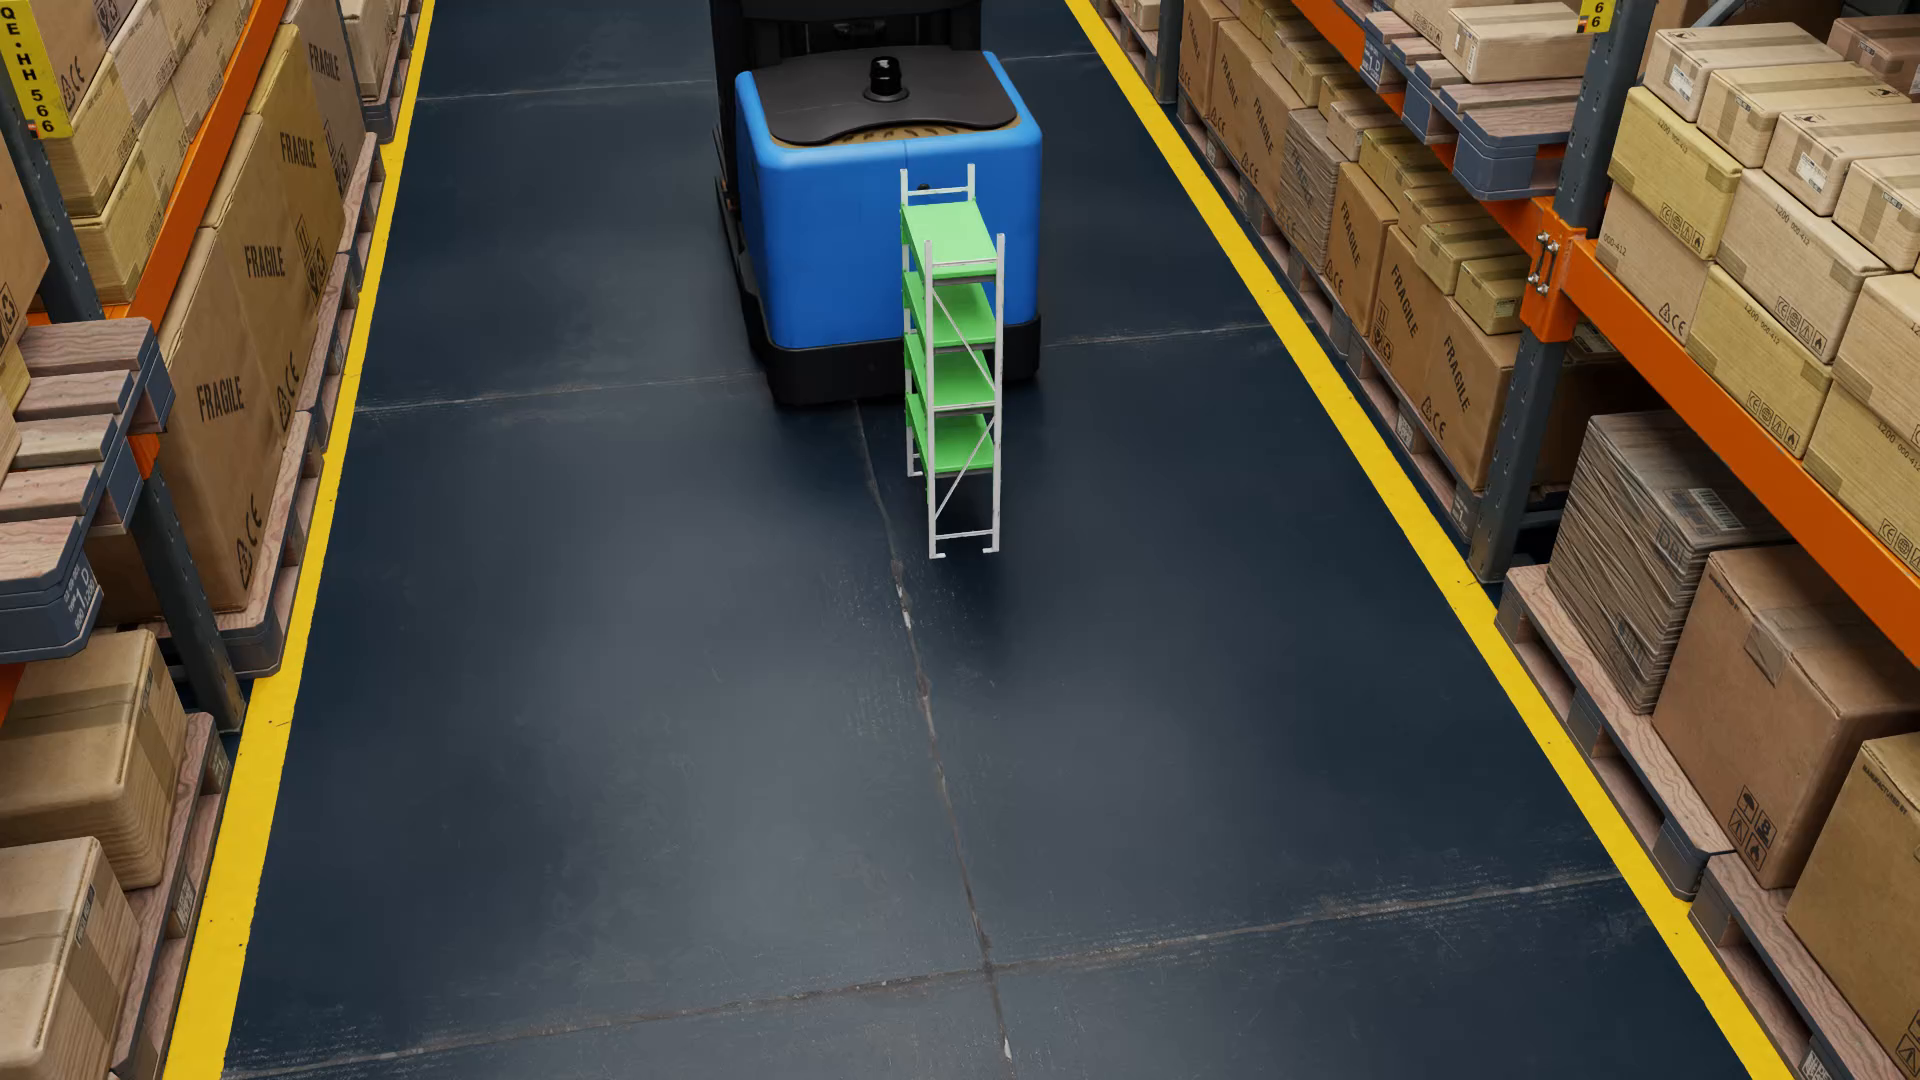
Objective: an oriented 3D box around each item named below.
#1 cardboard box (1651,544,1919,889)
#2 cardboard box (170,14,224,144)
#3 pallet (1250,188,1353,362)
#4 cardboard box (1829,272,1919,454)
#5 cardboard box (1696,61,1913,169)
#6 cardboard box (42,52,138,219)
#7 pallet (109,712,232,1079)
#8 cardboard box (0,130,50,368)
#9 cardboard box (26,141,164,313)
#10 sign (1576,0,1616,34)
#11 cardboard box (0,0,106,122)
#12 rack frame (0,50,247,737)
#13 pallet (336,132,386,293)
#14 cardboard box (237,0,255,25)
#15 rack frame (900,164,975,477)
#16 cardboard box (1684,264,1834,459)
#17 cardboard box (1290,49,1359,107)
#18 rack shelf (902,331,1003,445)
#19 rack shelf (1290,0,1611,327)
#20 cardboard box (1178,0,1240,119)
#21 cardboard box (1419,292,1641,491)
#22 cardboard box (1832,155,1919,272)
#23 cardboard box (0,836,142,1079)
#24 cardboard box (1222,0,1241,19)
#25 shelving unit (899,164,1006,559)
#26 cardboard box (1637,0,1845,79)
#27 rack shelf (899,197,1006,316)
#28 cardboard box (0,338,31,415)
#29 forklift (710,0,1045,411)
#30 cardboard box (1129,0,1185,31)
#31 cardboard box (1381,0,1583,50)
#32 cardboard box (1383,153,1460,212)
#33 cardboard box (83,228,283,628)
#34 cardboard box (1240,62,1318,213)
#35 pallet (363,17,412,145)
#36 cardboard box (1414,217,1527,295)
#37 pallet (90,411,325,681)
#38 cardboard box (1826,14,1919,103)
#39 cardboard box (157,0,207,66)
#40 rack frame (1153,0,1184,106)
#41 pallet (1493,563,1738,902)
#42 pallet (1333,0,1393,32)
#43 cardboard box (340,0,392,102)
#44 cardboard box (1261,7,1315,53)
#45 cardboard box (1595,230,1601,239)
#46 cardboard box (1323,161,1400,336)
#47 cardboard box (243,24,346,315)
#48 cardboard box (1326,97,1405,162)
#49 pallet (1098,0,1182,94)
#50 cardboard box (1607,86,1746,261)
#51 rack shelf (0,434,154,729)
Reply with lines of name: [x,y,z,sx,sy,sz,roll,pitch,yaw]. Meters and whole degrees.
cardboard box: [2.439,0.424,4.353,0.875,0.625,0.625,-5,38,-6]
cardboard box: [-2.697,-1.473,5.323,0.500,0.250,0.500,-5,38,-6]
pallet: [1.917,-1.209,7.134,1.003,0.211,1.213,-6,38,-8]
cardboard box: [2.219,-0.343,3.462,0.500,0.250,0.500,-7,38,-9]
cardboard box: [2.035,-1.030,4.021,0.380,0.149,0.250,-5,38,-7]
cardboard box: [-2.511,-1.055,4.377,0.500,0.250,0.500,-6,38,-8]
pallet: [-2.530,0.989,4.304,1.003,0.211,1.213,-6,38,-8]
cardboard box: [-2.312,-0.662,3.491,0.500,0.500,0.500,-7,38,-9]
cardboard box: [-2.503,-0.847,4.518,0.500,0.250,0.500,-7,38,-9]
sign: [1.688,-1.482,4.333,0.100,0.325,0.005,-6,38,-8]
cardboard box: [-2.511,-1.342,4.137,0.500,0.500,0.500,-7,38,-9]
rack frame: [-2.665,-0.584,4.057,1.000,3.000,0.127,-6,38,-8]
pallet: [-3.157,-1.441,7.433,1.003,0.211,1.213,-6,38,-8]
cardboard box: [-2.882,-2.082,6.108,0.500,0.250,0.500,-7,38,-9]
rack frame: [-0.072,-0.721,5.700,0.240,1.200,0.015,-6,38,-8]
cardboard box: [2.141,-0.462,4.022,0.500,0.250,0.500,-7,38,-9]
cardboard box: [1.611,-1.944,6.973,0.380,0.149,0.250,-5,38,-6]
rack shelf: [-0.029,-0.523,5.550,0.258,0.148,0.480,-6,38,-8]
rack shelf: [1.870,-2.044,6.522,1.077,0.370,4.000,-6,38,-8]
cardboard box: [1.383,-2.398,8.087,0.500,0.500,0.500,-5,38,-6]
cardboard box: [1.935,-0.531,5.684,0.500,0.500,0.500,-5,38,-7]
cardboard box: [2.163,-0.721,3.623,0.380,0.149,0.250,-6,38,-7]
cardboard box: [-2.439,1.075,3.721,0.950,0.372,0.625,-7,38,-9]
cardboard box: [1.445,-2.567,7.775,0.380,0.149,0.250,-7,38,-9]
shelving unit: [-0.029,-0.574,5.511,0.258,1.200,0.503,-6,38,-8]
cardboard box: [2.285,-1.653,5.009,0.500,0.500,0.500,-5,38,-6]
rack shelf: [-0.029,-0.902,5.255,0.258,0.148,0.480,-6,38,-8]
cardboard box: [-2.258,-0.324,3.584,0.380,0.149,0.250,-6,38,-7]
forklift: [-0.498,-2.549,6.641,1.130,2.935,3.031,-8,39,-10]
cardboard box: [1.133,-2.881,8.995,0.380,0.149,0.250,-7,38,-9]
cardboard box: [1.717,-1.829,5.439,0.500,0.250,0.500,-8,39,-10]
cardboard box: [1.802,-1.316,6.165,0.380,0.149,0.250,-5,38,-7]
cardboard box: [-2.705,-0.337,5.128,0.875,0.875,0.875,-7,38,-8]
cardboard box: [1.569,-1.776,7.286,0.500,0.500,0.500,-7,38,-9]
pallet: [-3.423,-2.366,8.624,1.003,0.211,1.213,-6,38,-8]
cardboard box: [1.807,-0.988,5.743,0.380,0.149,0.250,-8,39,-10]
pallet: [-2.729,0.033,5.536,1.003,0.211,1.213,-6,38,-8]
cardboard box: [2.477,-1.241,4.292,0.380,0.149,0.250,-5,38,-6]
cardboard box: [-2.676,-1.669,5.169,0.500,0.250,0.500,-6,38,-8]
rack frame: [1.520,-3.536,7.857,1.000,3.000,0.127,-6,38,-8]
pallet: [2.327,0.483,4.957,1.003,0.211,1.213,-6,38,-8]
pallet: [1.875,-2.218,6.317,1.003,0.211,1.213,-6,38,-8]
cardboard box: [-3.371,-2.545,8.327,0.875,0.438,0.875,-7,38,-9]
cardboard box: [1.563,-2.249,7.366,0.380,0.149,0.250,-7,38,-9]
cardboard box: [2.416,-1.067,5.845,0.380,0.149,0.250,-5,38,-7]
cardboard box: [1.763,-1.150,6.481,0.500,0.500,0.500,-5,38,-6]
cardboard box: [-3.013,-1.416,6.517,0.875,0.875,0.875,-5,38,-7]
cardboard box: [1.680,-1.630,6.570,0.380,0.149,0.250,-8,39,-10]
pallet: [1.400,-2.850,9.246,1.003,0.211,1.213,-6,38,-8]
cardboard box: [2.034,-0.961,4.257,0.500,0.250,0.500,-6,38,-8]
rack shelf: [-2.315,0.908,2.722,1.077,0.370,4.000,-6,38,-8]
